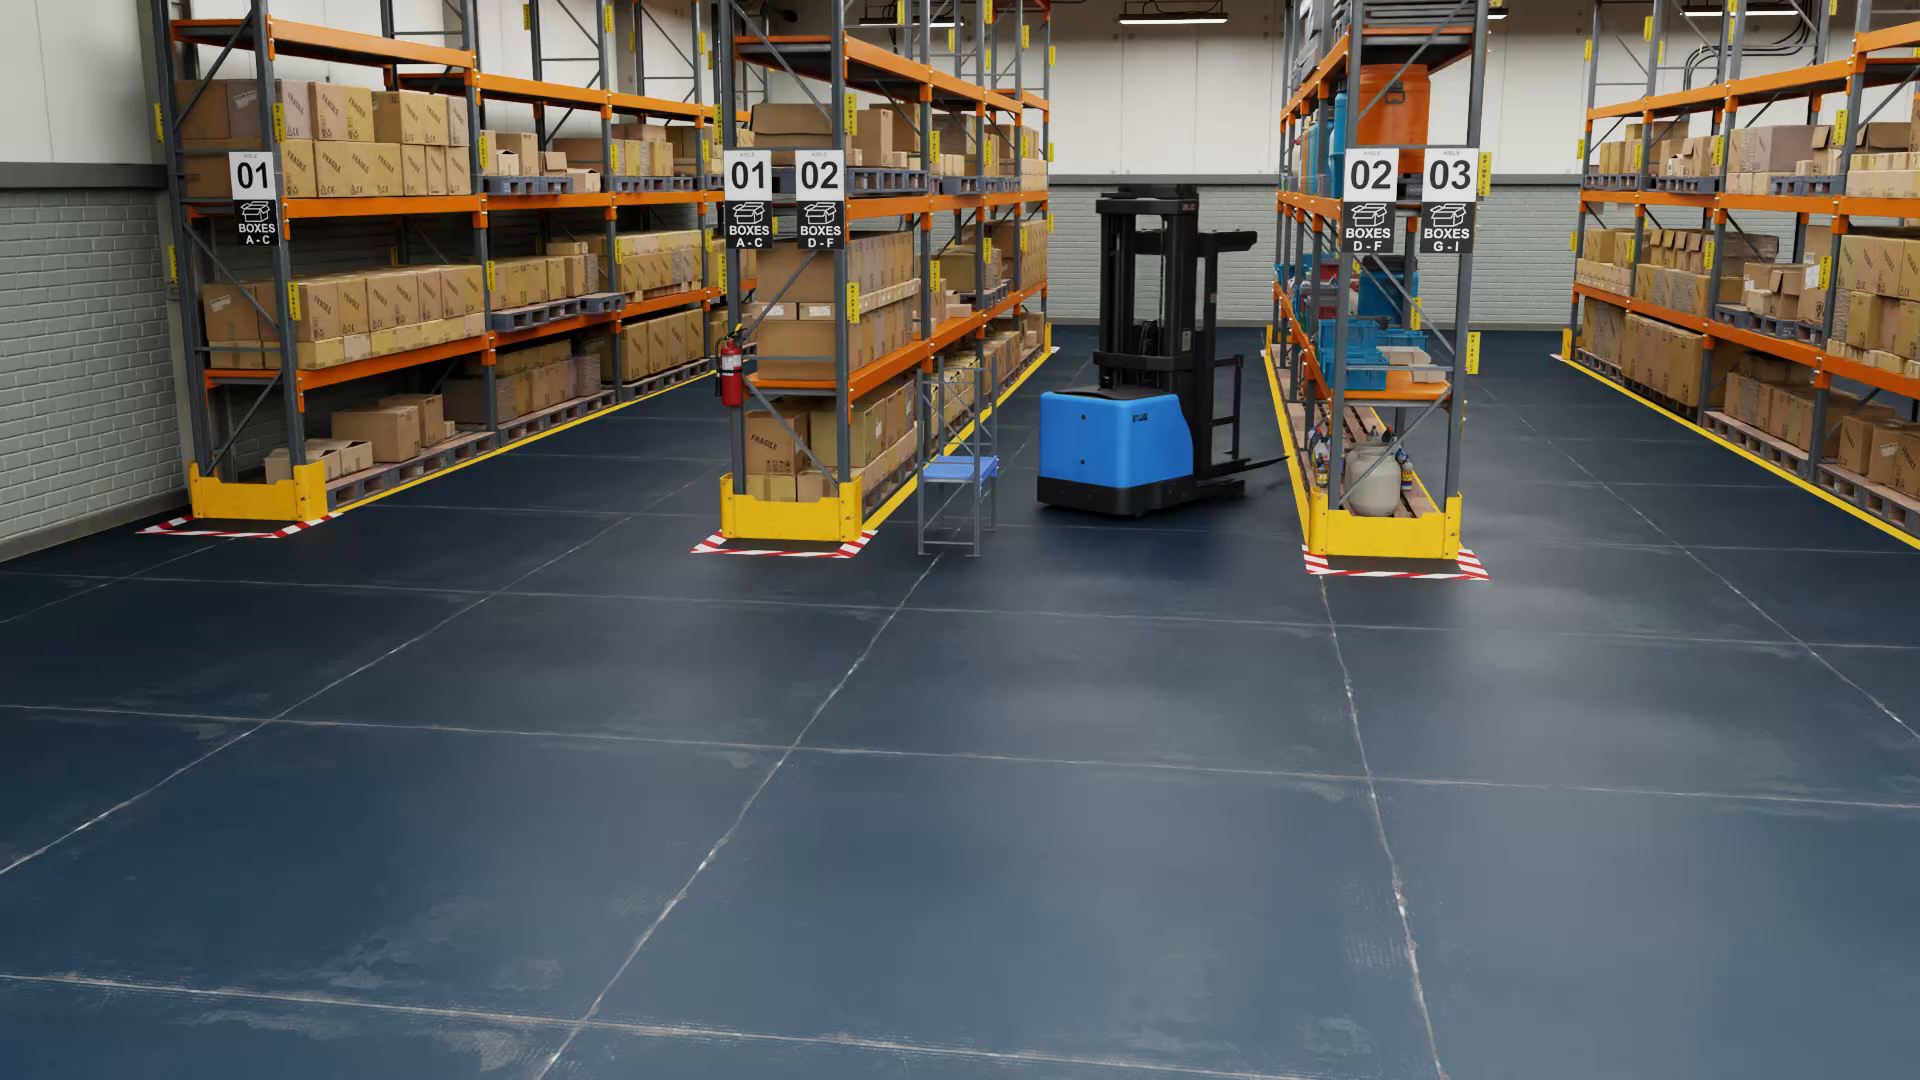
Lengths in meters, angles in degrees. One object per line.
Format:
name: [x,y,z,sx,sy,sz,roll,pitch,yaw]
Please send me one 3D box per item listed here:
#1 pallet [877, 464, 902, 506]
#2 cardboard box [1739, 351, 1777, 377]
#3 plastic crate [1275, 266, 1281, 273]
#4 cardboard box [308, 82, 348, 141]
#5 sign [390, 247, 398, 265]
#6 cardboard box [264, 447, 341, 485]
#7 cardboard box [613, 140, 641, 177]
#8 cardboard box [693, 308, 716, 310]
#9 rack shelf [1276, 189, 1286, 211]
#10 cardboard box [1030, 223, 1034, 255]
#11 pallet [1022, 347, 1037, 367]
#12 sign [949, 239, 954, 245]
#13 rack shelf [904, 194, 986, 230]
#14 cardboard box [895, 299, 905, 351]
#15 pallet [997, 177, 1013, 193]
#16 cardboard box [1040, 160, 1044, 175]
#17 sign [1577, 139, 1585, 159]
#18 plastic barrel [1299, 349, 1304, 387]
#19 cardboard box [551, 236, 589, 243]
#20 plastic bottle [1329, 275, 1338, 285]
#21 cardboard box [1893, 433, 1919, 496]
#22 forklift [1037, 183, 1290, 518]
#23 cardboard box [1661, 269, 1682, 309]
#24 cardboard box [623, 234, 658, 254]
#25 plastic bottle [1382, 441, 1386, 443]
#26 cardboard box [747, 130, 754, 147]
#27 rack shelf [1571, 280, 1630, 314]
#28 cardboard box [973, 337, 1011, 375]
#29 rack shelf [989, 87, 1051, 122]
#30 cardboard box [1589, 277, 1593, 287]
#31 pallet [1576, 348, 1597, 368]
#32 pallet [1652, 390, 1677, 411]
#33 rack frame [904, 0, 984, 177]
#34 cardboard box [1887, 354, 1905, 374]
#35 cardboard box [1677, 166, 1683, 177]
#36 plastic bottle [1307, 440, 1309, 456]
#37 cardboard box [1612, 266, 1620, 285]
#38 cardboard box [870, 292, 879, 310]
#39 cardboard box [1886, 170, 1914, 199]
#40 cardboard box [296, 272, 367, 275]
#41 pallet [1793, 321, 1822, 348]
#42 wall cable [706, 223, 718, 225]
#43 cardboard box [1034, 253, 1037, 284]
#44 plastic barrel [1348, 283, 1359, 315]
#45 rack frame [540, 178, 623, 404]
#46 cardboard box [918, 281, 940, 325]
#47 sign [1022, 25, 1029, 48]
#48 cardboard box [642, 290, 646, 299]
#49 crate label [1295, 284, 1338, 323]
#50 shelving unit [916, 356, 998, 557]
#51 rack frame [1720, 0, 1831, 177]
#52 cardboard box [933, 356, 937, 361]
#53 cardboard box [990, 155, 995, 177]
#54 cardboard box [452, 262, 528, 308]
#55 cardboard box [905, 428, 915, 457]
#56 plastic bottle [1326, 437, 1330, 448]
pallet: [-1.162,-0.560,16.091,1.003,0.211,1.213,2,12,9]
cardboard box: [9.517,-2.072,19.598,0.500,0.250,0.500,2,12,11]
plastic crate: [5.462,-4.448,27.770,0.416,0.233,0.300,2,12,9]
cardboard box: [-5.897,-3.858,14.997,0.500,0.500,0.500,2,12,8]
sign: [-6.257,-3.085,18.440,0.100,0.325,0.005,2,12,9]
cardboard box: [-6.128,-0.711,15.510,0.500,0.311,0.500,0,12,2]
cardboard box: [-4.947,-5.394,23.502,0.700,0.500,0.500,3,12,12]
cardboard box: [-4.321,-3.813,27.965,0.380,0.149,0.250,2,12,9]
rack shelf: [5.619,-5.377,26.411,1.077,0.370,4.000,2,12,9]
cardboard box: [0.927,-4.848,26.760,0.500,0.500,0.500,2,12,7]
pallet: [0.710,-3.042,27.607,1.003,0.211,1.213,2,12,9]
sign: [-0.120,-4.447,25.451,0.100,0.325,0.005,2,12,9]
rack shelf: [-0.505,-3.873,19.432,1.077,0.370,4.000,2,12,9]
cardboard box: [-0.949,-2.188,16.790,0.700,0.500,0.500,2,12,8]
pallet: [0.092,-5.032,23.550,1.213,0.211,1.003,2,12,9]
cardboard box: [1.129,-6.258,27.961,0.500,0.250,0.500,2,12,9]
sign: [10.273,-6.470,27.512,0.100,0.325,0.005,2,12,9]
plastic barrel: [4.928,-2.377,22.632,0.600,0.588,0.708,2,12,9]
cardboard box: [-5.279,-4.008,22.700,0.500,0.250,0.500,2,12,10]
plastic bottle: [5.323,-3.586,23.631,0.144,0.351,0.185,2,12,9]
cardboard box: [8.776,-0.670,14.921,0.500,0.500,0.500,1,12,4]
forklift: [2.081,-1.881,15.762,1.130,2.935,3.031,11,16,42]
cardboard box: [9.660,-3.330,22.089,0.500,0.500,0.500,2,12,10]
cardboard box: [-4.613,-4.207,23.625,0.500,0.250,0.500,2,12,9]
plastic bottle: [4.083,-0.815,16.060,0.061,0.283,0.133,2,12,9]
cardboard box: [-3.793,-6.748,28.409,0.500,0.500,0.500,2,12,10]
rack shelf: [10.513,-3.750,25.983,1.077,0.370,4.000,2,12,9]
cardboard box: [0.463,-2.681,24.205,0.500,0.500,0.500,2,12,9]
rack shelf: [0.725,-7.003,26.844,1.077,0.370,4.000,2,12,9]
cardboard box: [10.284,-4.118,26.579,0.380,0.149,0.250,2,12,8]
pallet: [10.775,-2.986,27.349,1.003,0.211,1.213,2,12,9]
pallet: [9.976,-1.905,22.330,1.003,0.211,1.213,2,12,9]
rack frame: [-0.197,-6.107,20.972,1.000,3.000,0.127,2,12,9]
cardboard box: [8.427,-1.550,14.661,0.380,0.149,0.250,2,12,9]
cardboard box: [9.828,-4.929,22.226,0.380,0.149,0.250,1,12,6]
plastic bottle: [3.583,-0.955,16.901,0.097,0.201,0.097,0,12,0]
cardboard box: [10.091,-3.966,24.926,0.500,0.250,0.500,2,12,10]
cardboard box: [-0.959,-2.218,15.389,0.380,0.149,0.250,2,12,8]
cardboard box: [8.490,-3.115,14.561,0.500,0.250,0.500,1,12,6]
cardboard box: [-6.221,-2.394,16.511,0.500,0.500,0.500,2,12,9]
pallet: [9.237,-2.081,16.984,1.003,0.211,1.213,2,12,9]
wall cable: [-4.600,-5.794,31.345,0.084,1.984,1.851,2,12,9]
cardboard box: [0.997,-4.470,27.378,0.500,0.500,0.500,2,12,8]
plastic barrel: [4.558,-2.592,18.578,0.433,0.535,0.433,0,12,0]
rack frame: [-5.093,-3.334,22.346,1.000,3.000,0.127,2,12,9]
cardboard box: [-0.520,-2.764,19.462,0.500,0.500,0.500,2,12,9]
sign: [0.967,-7.457,24.643,0.100,0.325,0.005,2,12,9]
cardboard box: [-4.693,-3.498,23.653,0.380,0.149,0.250,2,12,10]
crate label: [4.276,-2.833,19.933,0.502,0.435,0.616,2,12,9]
shelving unit: [-0.013,-0.715,13.753,0.538,1.500,1.048,2,12,9]
rack frame: [9.590,-5.786,19.479,1.000,3.000,0.127,2,12,9]
cardboard box: [-0.568,-2.210,21.329,0.500,0.311,0.500,2,12,11]
cardboard box: [-0.005,-4.996,22.699,0.910,0.500,0.500,2,12,9]
cardboard box: [-5.503,-2.987,19.450,0.700,0.500,0.500,3,13,14]
cardboard box: [-0.755,-0.996,17.024,0.500,0.250,0.500,2,12,9]
plastic bottle: [3.644,-0.873,16.358,0.097,0.271,0.097,0,12,0]
